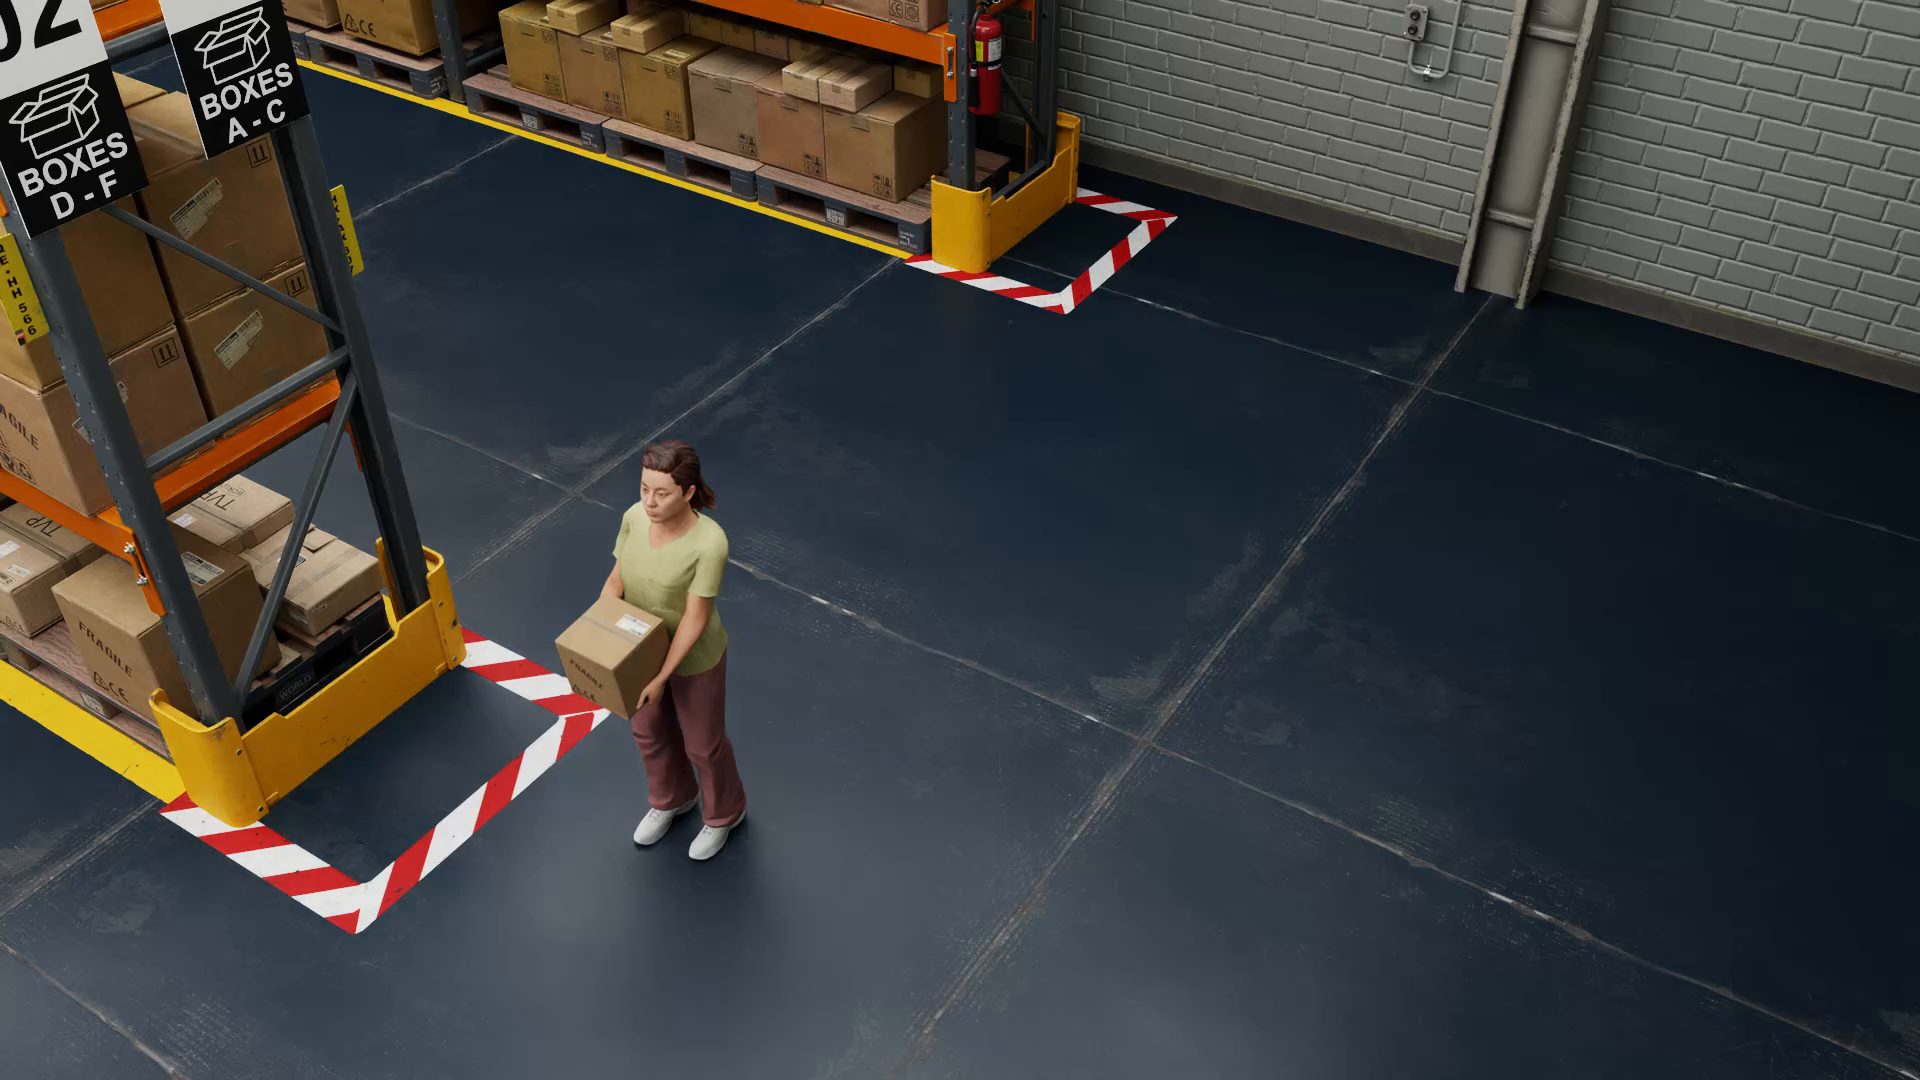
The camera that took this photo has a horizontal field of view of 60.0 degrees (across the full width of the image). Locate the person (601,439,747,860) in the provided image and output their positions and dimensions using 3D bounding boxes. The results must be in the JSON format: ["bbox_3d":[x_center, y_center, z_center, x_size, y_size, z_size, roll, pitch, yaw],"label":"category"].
[{"bbox_3d":[-0.997,0.417,5.641,0.426,1.665,0.549,22,44,26],"label":"person"}]
